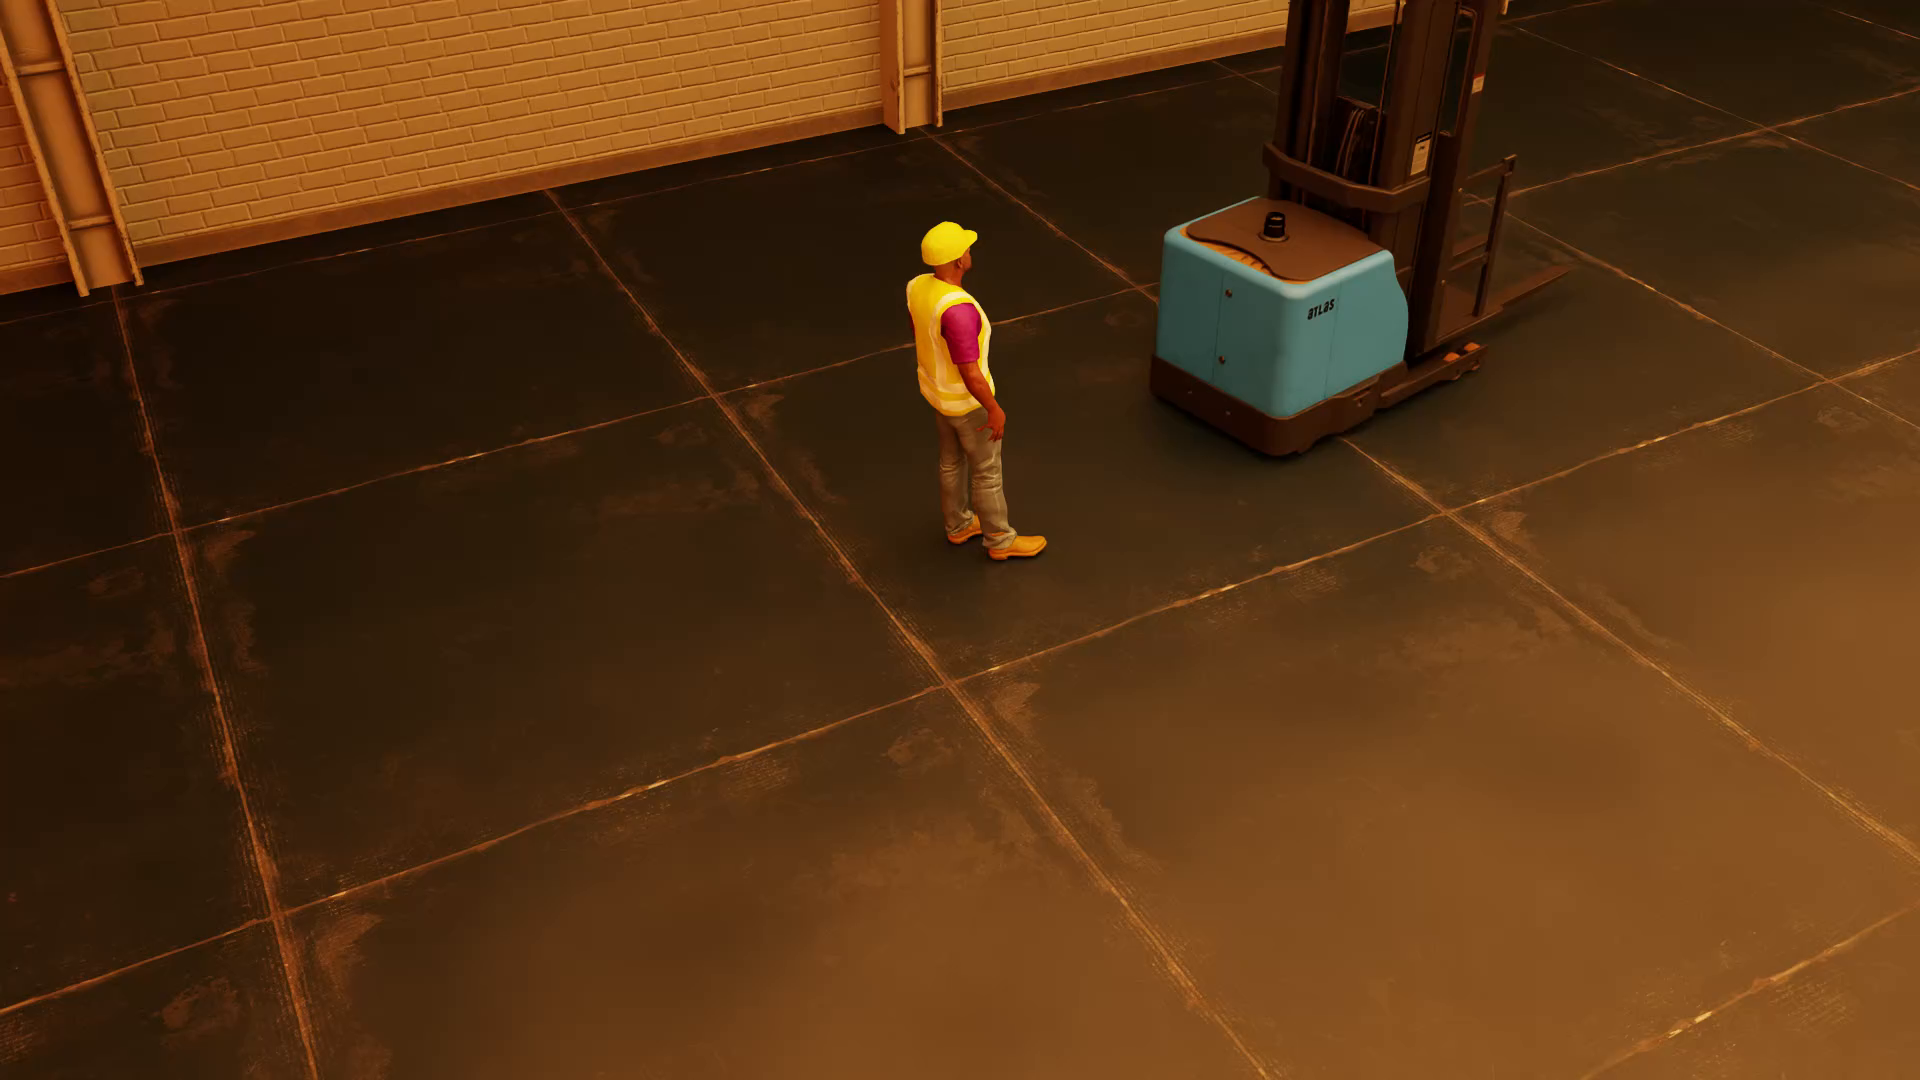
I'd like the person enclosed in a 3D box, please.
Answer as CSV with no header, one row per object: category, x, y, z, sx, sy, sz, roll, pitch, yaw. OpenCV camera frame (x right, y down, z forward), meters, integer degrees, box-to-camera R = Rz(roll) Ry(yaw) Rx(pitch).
person,0.064,-0.744,8.172,0.575,1.768,0.666,-17,39,-23

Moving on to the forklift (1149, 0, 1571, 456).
forklift,2.576,-2.367,9.471,3.031,2.935,1.130,-25,43,-31
